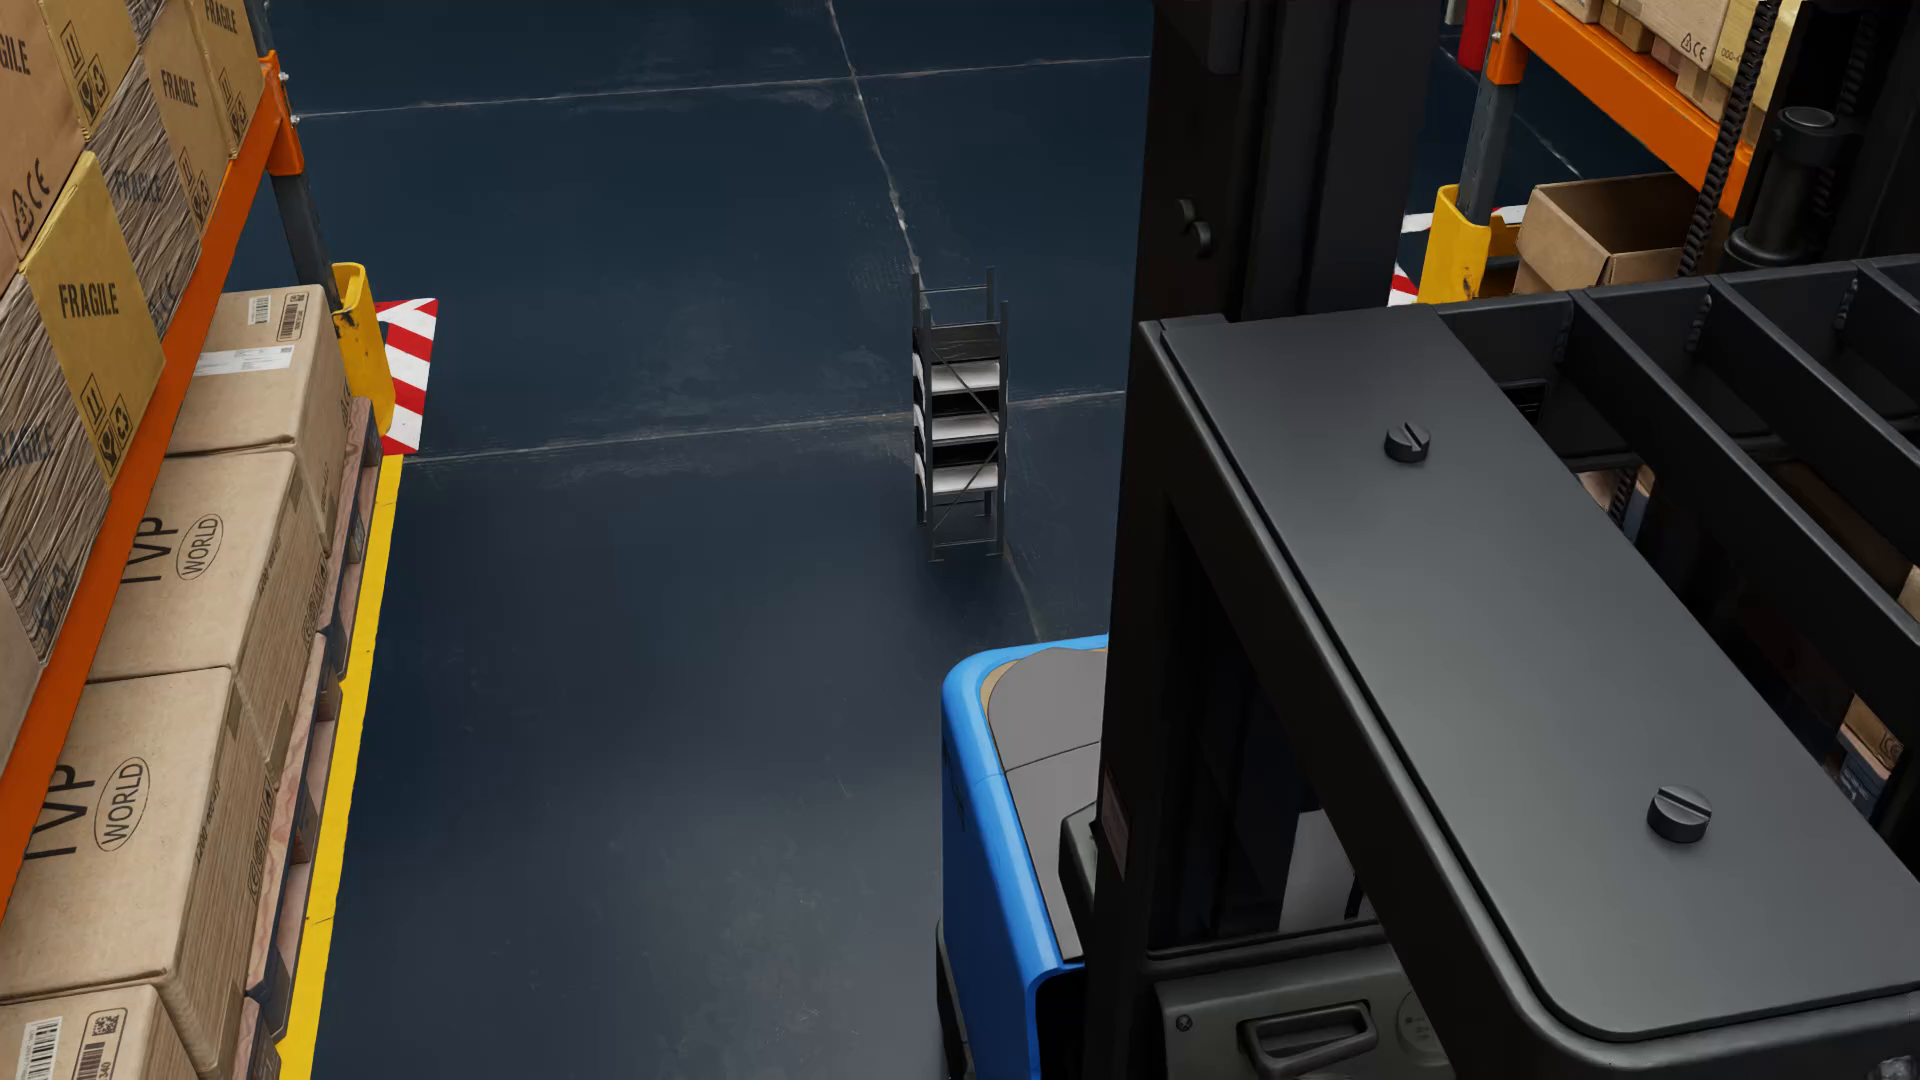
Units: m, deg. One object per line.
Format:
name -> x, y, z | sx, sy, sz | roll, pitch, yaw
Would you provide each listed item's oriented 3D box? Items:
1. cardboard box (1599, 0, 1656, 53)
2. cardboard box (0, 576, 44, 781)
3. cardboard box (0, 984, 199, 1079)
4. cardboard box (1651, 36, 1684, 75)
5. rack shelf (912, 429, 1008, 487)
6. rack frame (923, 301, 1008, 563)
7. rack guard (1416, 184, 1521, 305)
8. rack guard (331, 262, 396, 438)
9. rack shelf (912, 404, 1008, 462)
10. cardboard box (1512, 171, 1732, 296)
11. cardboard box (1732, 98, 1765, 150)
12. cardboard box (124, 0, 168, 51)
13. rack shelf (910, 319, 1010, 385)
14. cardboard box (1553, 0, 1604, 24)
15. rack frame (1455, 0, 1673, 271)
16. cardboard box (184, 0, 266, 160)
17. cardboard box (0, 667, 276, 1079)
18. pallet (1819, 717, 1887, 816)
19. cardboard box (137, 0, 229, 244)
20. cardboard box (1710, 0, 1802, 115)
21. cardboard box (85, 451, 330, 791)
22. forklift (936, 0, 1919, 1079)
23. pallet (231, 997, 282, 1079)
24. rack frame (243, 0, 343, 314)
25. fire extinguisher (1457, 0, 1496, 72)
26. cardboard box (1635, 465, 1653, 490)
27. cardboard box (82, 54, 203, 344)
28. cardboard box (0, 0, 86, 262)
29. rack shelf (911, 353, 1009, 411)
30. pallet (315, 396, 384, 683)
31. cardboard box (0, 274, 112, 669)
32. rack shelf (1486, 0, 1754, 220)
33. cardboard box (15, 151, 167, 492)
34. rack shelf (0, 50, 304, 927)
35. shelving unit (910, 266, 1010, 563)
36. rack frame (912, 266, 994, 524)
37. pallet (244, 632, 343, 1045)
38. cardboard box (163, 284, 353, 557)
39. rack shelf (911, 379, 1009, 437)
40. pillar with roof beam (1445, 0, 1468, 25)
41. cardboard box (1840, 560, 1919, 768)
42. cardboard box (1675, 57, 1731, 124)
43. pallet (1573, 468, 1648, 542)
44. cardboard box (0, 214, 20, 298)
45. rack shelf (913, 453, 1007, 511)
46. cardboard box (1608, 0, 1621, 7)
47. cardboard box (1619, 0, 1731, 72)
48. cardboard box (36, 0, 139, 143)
cardboard box -> 2.204, -1.618, 5.092 | 0.380, 0.149, 0.250 | -5, 38, -7
cardboard box -> -1.767, 0.203, 2.462 | 0.500, 0.500, 0.500 | -6, 38, -8
cardboard box -> -1.863, 1.314, 2.860 | 0.875, 0.438, 0.875 | -7, 38, -9
cardboard box -> 2.285, -1.463, 4.893 | 0.380, 0.149, 0.250 | -7, 38, -9
rack shelf -> -0.001, -0.263, 5.056 | 0.258, 0.077, 0.200 | -6, 38, -8
rack frame -> 0.016, -0.299, 4.901 | 0.240, 0.900, 0.006 | -6, 38, -8
rack guard -> 2.340, -1.061, 6.208 | 1.175, 0.500, 0.348 | -6, 38, -8
rack guard -> -2.564, -0.585, 5.595 | 1.175, 0.500, 0.348 | -6, 38, -8
rack shelf -> -0.001, -0.334, 5.001 | 0.258, 0.077, 0.200 | -6, 38, -8
cardboard box -> 2.341, -0.894, 5.648 | 0.797, 0.503, 0.637 | -8, 38, -10
cardboard box -> 2.321, -1.144, 4.482 | 0.380, 0.149, 0.250 | -6, 38, -7
cardboard box -> -2.120, -1.414, 3.728 | 0.500, 0.500, 0.500 | -6, 38, -8
rack shelf -> -0.001, -0.547, 4.835 | 0.258, 0.077, 0.200 | -6, 38, -8
cardboard box -> 2.114, -1.766, 5.283 | 0.380, 0.149, 0.250 | -7, 38, -8
rack frame -> 2.327, -2.094, 5.500 | 1.000, 3.000, 0.127 | -6, 38, -8
cardboard box -> -2.214, -1.334, 4.441 | 0.500, 0.500, 0.500 | -6, 38, -8
cardboard box -> -2.020, 0.773, 3.556 | 0.875, 0.438, 0.875 | -7, 38, -9
pallet -> 2.691, 0.270, 4.730 | 1.003, 0.211, 1.213 | -6, 38, -8
cardboard box -> -2.141, -1.029, 4.048 | 0.500, 0.500, 0.500 | -7, 38, -9
cardboard box -> 2.322, -1.238, 4.279 | 0.500, 0.250, 0.500 | -7, 38, -9
cardboard box -> -2.177, 0.228, 4.257 | 0.875, 0.438, 0.875 | -5, 38, -7
forklift -> 0.744, 0.740, 1.909 | 1.130, 2.935, 3.031 | -7, 38, -9
pallet -> -1.915, 1.492, 3.157 | 1.003, 0.211, 1.213 | -6, 38, -8
rack frame -> -2.560, -1.557, 4.810 | 1.000, 3.000, 0.127 | -6, 38, -8
fire extinguisher -> 1.846, -1.955, 5.688 | 0.296, 0.674, 0.183 | -6, 38, -8
cardboard box -> 2.452, -0.372, 4.979 | 0.700, 0.500, 0.500 | -5, 38, -6
cardboard box -> -2.041, -0.720, 3.650 | 0.500, 0.500, 0.500 | -5, 38, -7
cardboard box -> -1.950, -0.811, 2.952 | 0.500, 0.500, 0.500 | -6, 38, -8
rack shelf -> -0.001, -0.476, 4.890 | 0.258, 0.077, 0.200 | -6, 38, -8
pallet -> -2.342, 0.018, 5.054 | 1.003, 0.211, 1.213 | -6, 38, -8
cardboard box -> -1.848, -0.098, 2.850 | 0.500, 0.500, 0.500 | -6, 38, -8
rack shelf -> 2.677, -0.601, 4.166 | 1.077, 0.370, 4.000 | -6, 38, -8
cardboard box -> -1.938, -0.409, 3.250 | 0.500, 0.500, 0.500 | -5, 38, -7
rack shelf -> -2.209, -0.065, 3.476 | 1.077, 0.370, 4.000 | -6, 38, -8
shelving unit -> -0.001, -0.360, 4.980 | 0.258, 0.900, 0.210 | -6, 38, -8
rack frame -> -0.019, -0.422, 5.059 | 0.240, 0.900, 0.006 | -6, 38, -8
pallet -> -2.132, 0.754, 4.108 | 1.003, 0.211, 1.213 | -6, 38, -8
cardboard box -> -2.345, -0.324, 4.968 | 0.875, 0.438, 0.875 | -7, 38, -9
rack shelf -> -0.001, -0.405, 4.945 | 0.258, 0.077, 0.200 | -6, 38, -8
pillar with roof beam -> -1.497, -5.725, 5.284 | 9.100, 9.000, 0.400 | -6, 38, -8
cardboard box -> 2.634, 0.255, 4.172 | 0.700, 0.500, 0.500 | -8, 38, -10
cardboard box -> 2.269, -1.303, 4.688 | 0.380, 0.149, 0.250 | -5, 38, -7
pallet -> 2.481, -0.465, 5.677 | 1.003, 0.211, 1.213 | -6, 38, -8
cardboard box -> -1.864, -0.506, 2.560 | 0.500, 0.500, 0.500 | -6, 38, -7
rack shelf -> -0.001, -0.192, 5.111 | 0.258, 0.077, 0.200 | -6, 38, -8
cardboard box -> 2.141, -1.849, 5.065 | 0.500, 0.250, 0.500 | -6, 38, -8
cardboard box -> 2.229, -1.544, 4.673 | 0.500, 0.250, 0.500 | -6, 38, -7
cardboard box -> -2.037, -1.115, 3.343 | 0.500, 0.500, 0.500 | -6, 38, -8
